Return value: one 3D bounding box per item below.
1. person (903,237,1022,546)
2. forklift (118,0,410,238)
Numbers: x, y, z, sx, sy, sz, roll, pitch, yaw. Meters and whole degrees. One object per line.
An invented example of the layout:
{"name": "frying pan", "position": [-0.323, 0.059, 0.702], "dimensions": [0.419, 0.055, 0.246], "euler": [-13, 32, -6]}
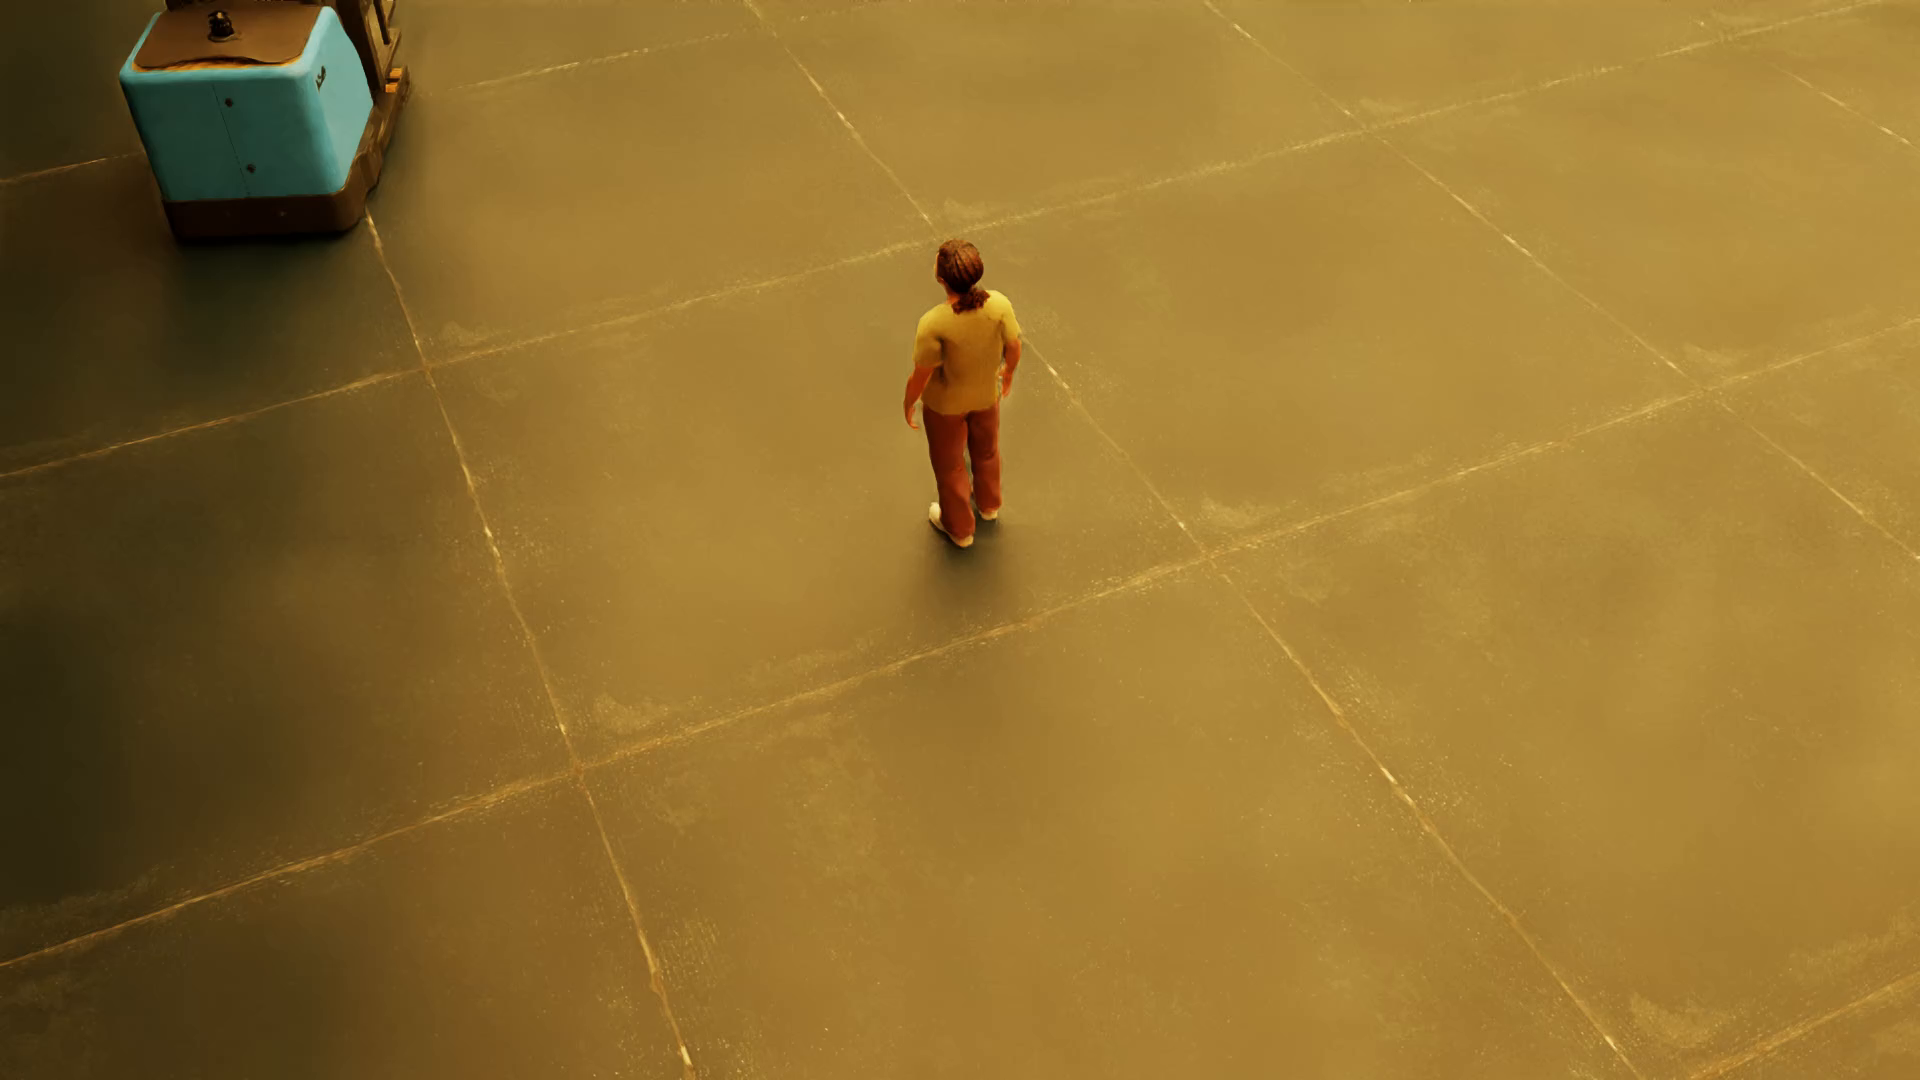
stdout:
{"name": "person", "position": [-0.021, -0.667, 7.304], "dimensions": [0.554, 1.674, 0.548], "euler": [-18, 46, -18]}
{"name": "forklift", "position": [-4.167, -3.815, 9.768], "dimensions": [1.130, 2.935, 3.031], "euler": [-3, 43, -4]}
